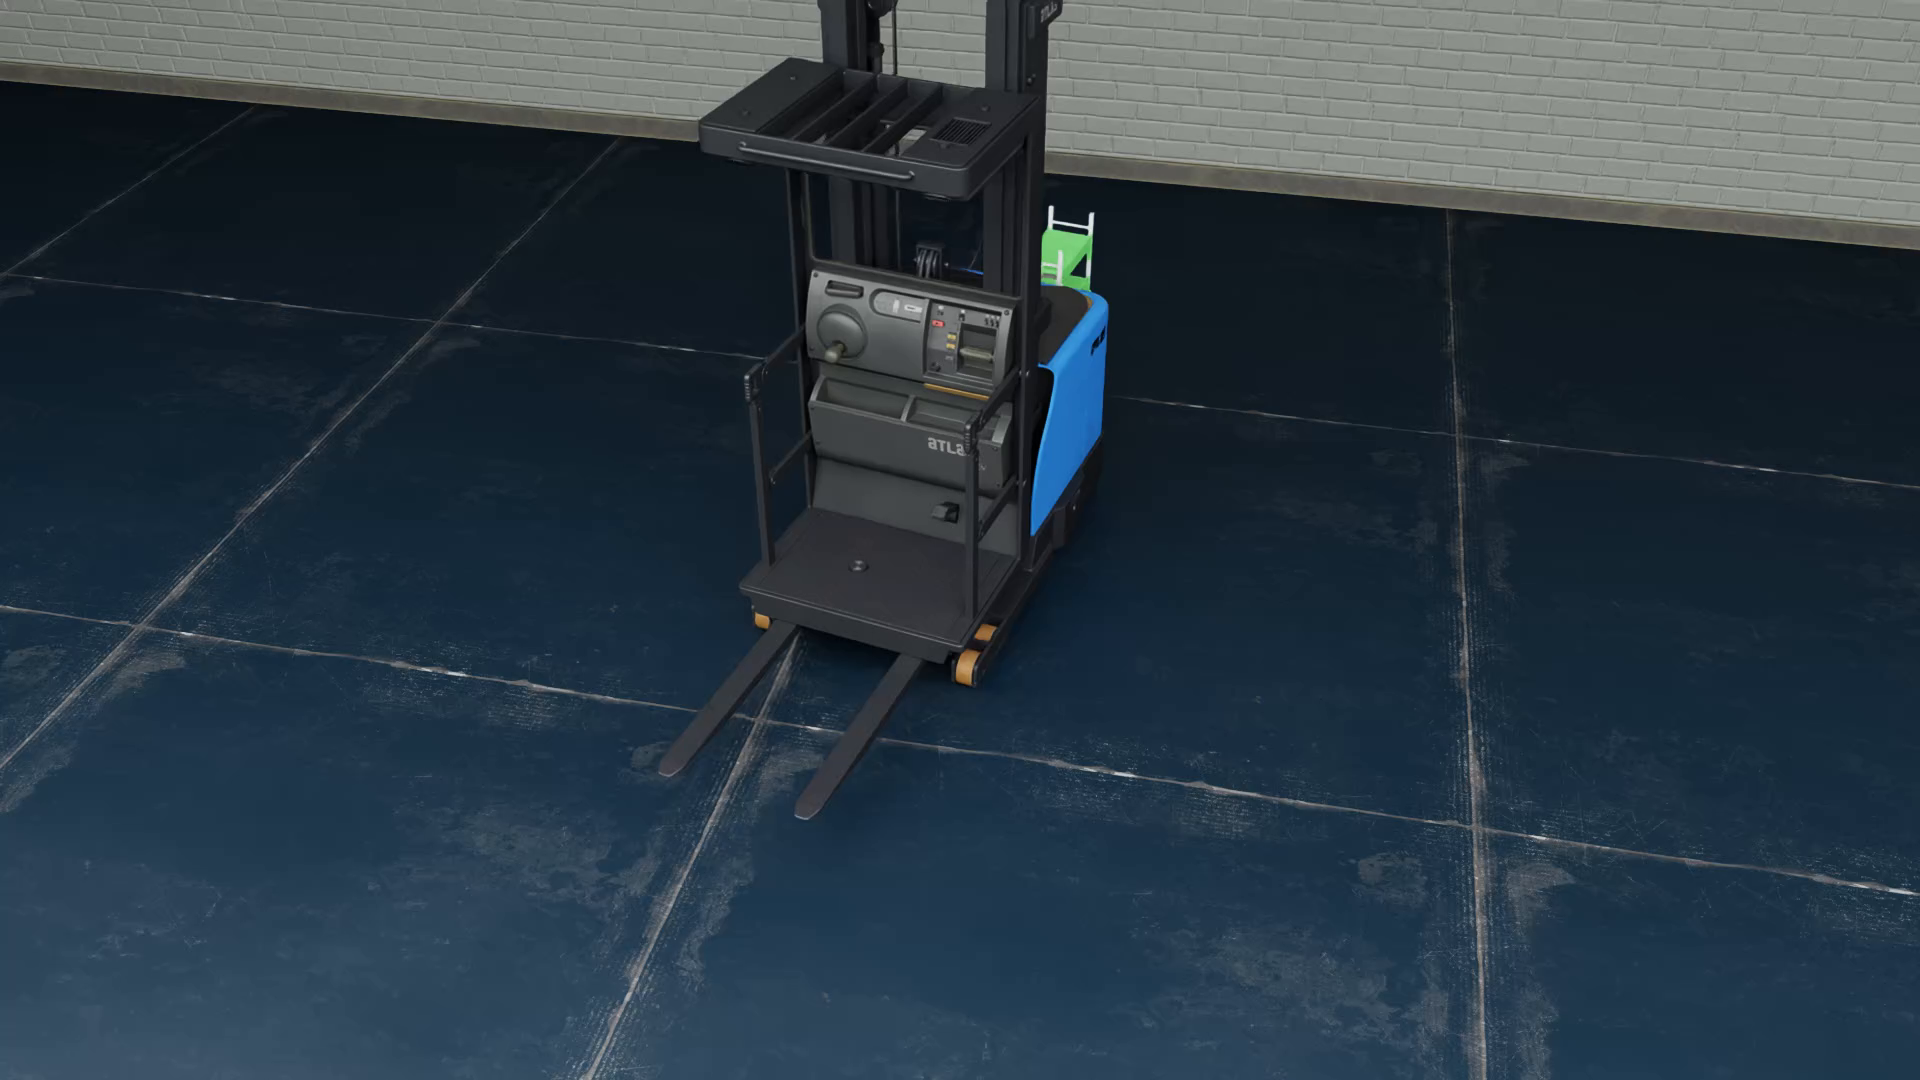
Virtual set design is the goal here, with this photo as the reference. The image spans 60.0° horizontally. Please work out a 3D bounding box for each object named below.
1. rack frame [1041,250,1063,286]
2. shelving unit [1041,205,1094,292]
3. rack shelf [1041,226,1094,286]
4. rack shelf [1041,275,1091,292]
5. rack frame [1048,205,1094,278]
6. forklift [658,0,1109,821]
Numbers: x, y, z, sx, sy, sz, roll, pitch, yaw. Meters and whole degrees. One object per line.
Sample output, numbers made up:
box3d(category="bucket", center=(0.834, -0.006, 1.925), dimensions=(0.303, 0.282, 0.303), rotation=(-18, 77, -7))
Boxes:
box3d(category="rack frame", center=(0.388, -0.948, 8.521), dimensions=(0.240, 1.200, 0.015), rotation=(13, 37, 18))
box3d(category="shelving unit", center=(0.479, -1.078, 8.707), dimensions=(0.258, 1.200, 0.503), rotation=(13, 37, 18))
box3d(category="rack shelf", center=(0.481, -1.418, 8.468), dimensions=(0.258, 0.148, 0.480), rotation=(13, 37, 18))
box3d(category="rack shelf", center=(0.480, -1.222, 8.606), dimensions=(0.258, 0.148, 0.480), rotation=(13, 37, 18))
box3d(category="rack frame", center=(0.569, -1.207, 8.893), dimensions=(0.240, 1.200, 0.015), rotation=(13, 37, 18))
box3d(category="forklift", center=(-0.304, -0.825, 6.890), dimensions=(1.130, 2.935, 3.031), rotation=(14, 38, 18))
